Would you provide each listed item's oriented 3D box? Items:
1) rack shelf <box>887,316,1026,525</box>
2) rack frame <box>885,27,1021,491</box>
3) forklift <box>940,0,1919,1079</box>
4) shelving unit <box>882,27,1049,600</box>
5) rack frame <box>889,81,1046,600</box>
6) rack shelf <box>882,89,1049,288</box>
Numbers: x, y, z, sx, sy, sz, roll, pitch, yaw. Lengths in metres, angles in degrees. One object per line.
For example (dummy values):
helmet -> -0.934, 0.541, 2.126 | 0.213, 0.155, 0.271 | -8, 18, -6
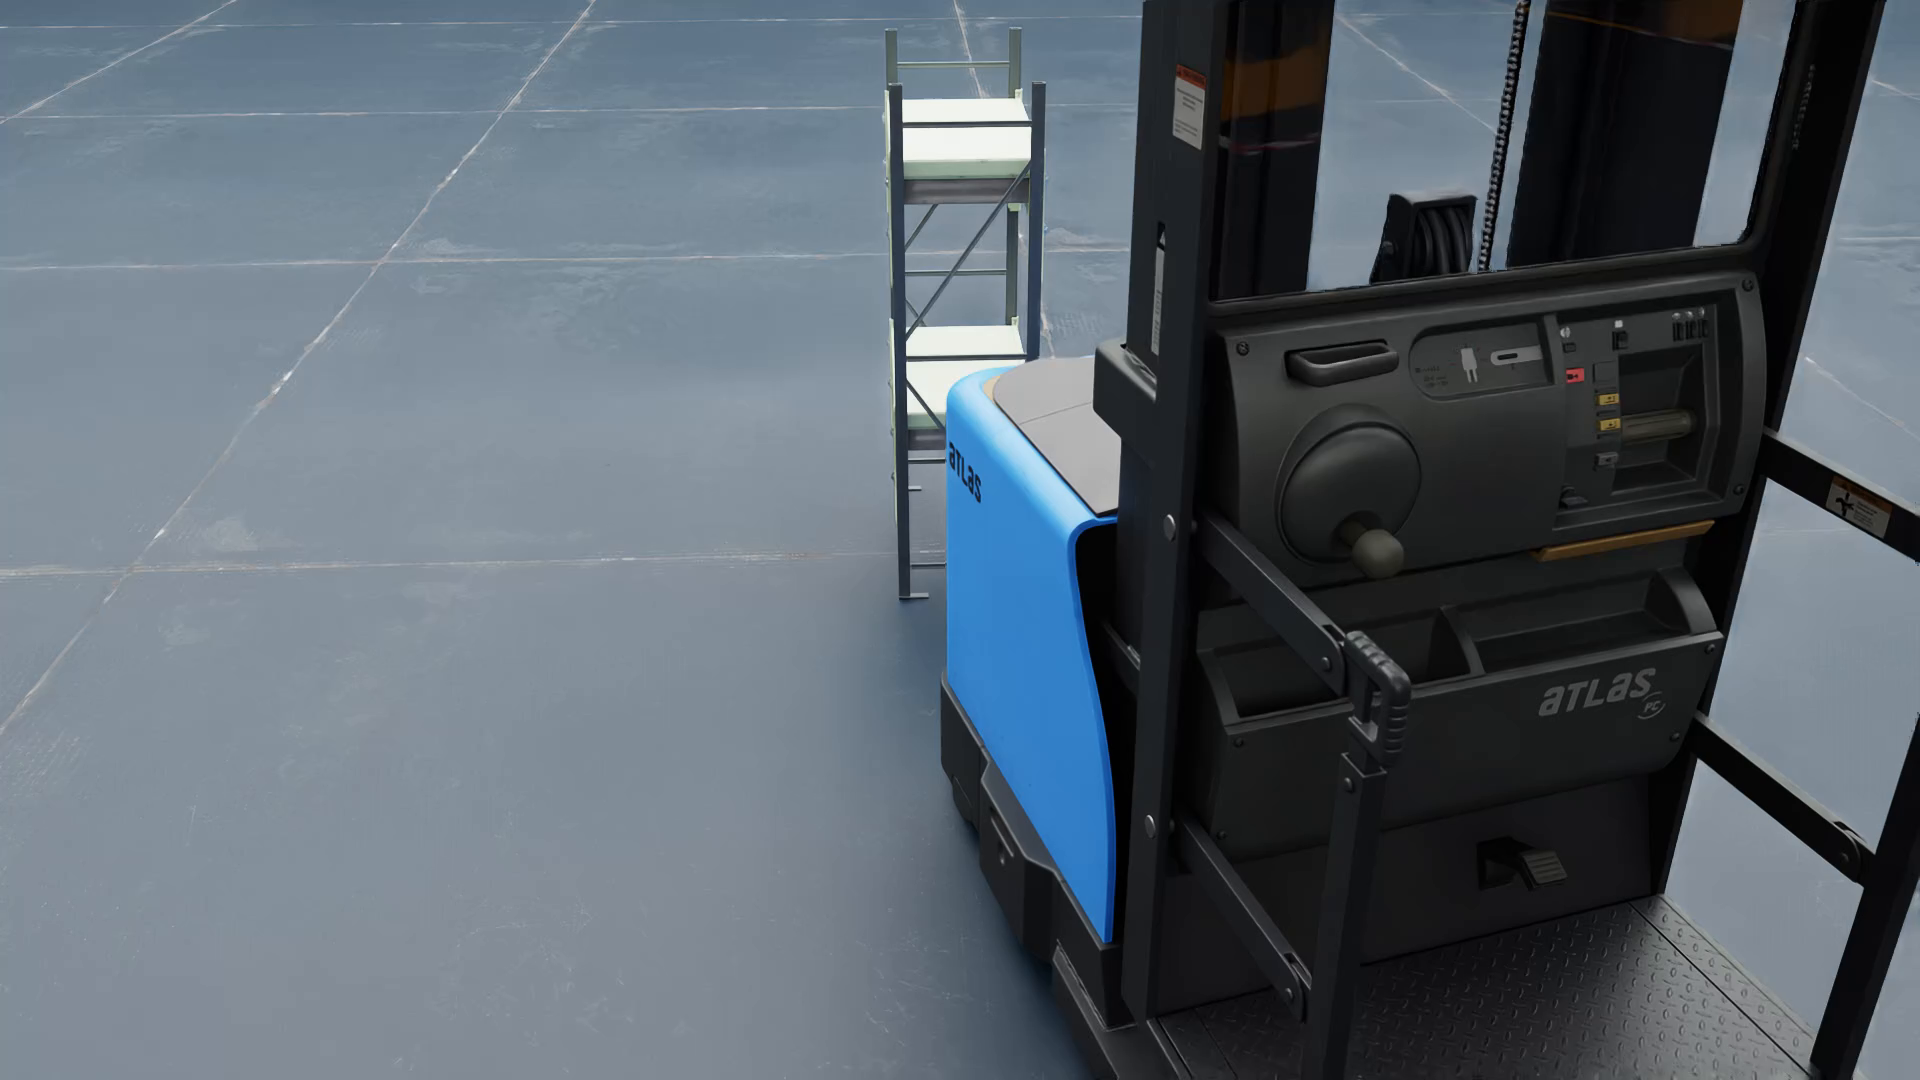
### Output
rack shelf -> 0.000, -0.379, 5.060 | 0.431, 0.370, 0.720 | -1, 28, -3
rack frame -> -0.019, -0.837, 5.233 | 0.400, 1.500, 0.023 | -1, 28, -3
forklift -> 0.898, -0.140, 2.349 | 1.130, 2.935, 3.031 | -9, 29, -16
shelving unit -> 0.000, -0.668, 4.909 | 0.431, 1.500, 0.755 | -1, 28, -3
rack frame -> 0.019, -0.499, 4.585 | 0.400, 1.500, 0.023 | -1, 28, -3
rack shelf -> 0.000, -1.014, 4.729 | 0.431, 0.370, 0.720 | -1, 28, -3
